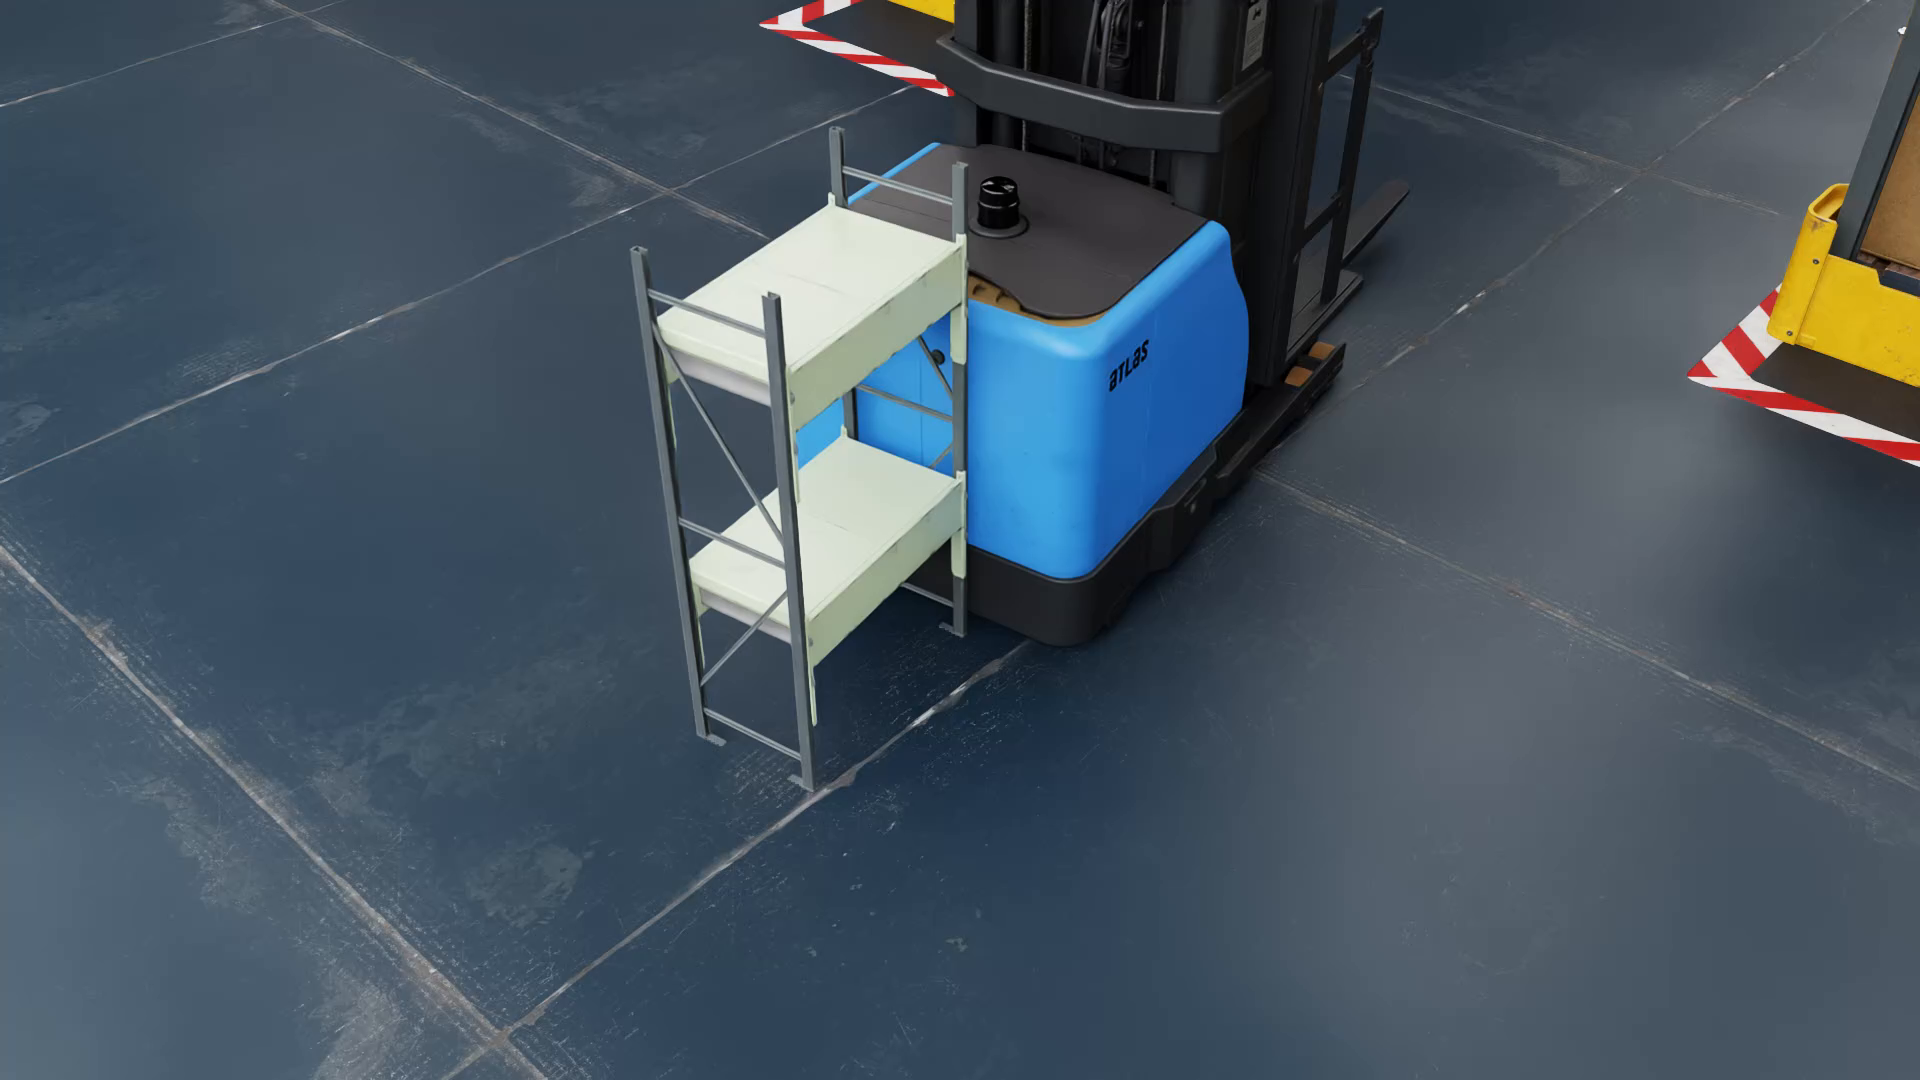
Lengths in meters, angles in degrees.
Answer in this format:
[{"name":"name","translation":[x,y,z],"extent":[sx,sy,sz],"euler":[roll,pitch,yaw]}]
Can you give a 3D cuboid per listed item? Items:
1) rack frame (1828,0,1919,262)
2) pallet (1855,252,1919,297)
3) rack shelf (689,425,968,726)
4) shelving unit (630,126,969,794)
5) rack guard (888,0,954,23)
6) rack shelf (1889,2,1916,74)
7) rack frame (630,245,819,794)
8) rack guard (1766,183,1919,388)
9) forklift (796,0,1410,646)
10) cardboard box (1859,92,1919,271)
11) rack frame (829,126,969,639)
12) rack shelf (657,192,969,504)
[{"name":"rack frame","translation":[3.560,-1.793,5.094],"extent":[1.000,3.000,0.127],"euler":[30,47,32]},{"name":"pallet","translation":[4.042,-1.101,6.465],"extent":[1.003,0.211,1.213],"euler":[30,47,32]},{"name":"rack shelf","translation":[-0.351,0.076,4.473],"extent":[0.431,0.370,0.720],"euler":[22,43,25]},{"name":"shelving unit","translation":[-0.351,-0.179,4.270],"extent":[0.431,1.500,0.755],"euler":[22,43,25]},{"name":"rack guard","translation":[0.019,-2.978,8.594],"extent":[1.175,0.500,0.348],"euler":[30,47,32]},{"name":"rack shelf","translation":[4.910,-2.430,6.474],"extent":[1.077,0.370,4.000],"euler":[30,47,32]},{"name":"rack frame","translation":[-0.550,0.012,4.029],"extent":[0.400,1.500,0.023],"euler":[22,43,25]},{"name":"rack guard","translation":[3.544,-0.803,5.858],"extent":[1.175,0.500,0.348],"euler":[30,47,32]},{"name":"forklift","translation":[0.711,-1.729,5.070],"extent":[1.130,2.935,3.031],"euler":[22,43,25]},{"name":"cardboard box","translation":[3.969,-1.465,6.052],"extent":[0.875,0.875,0.875],"euler":[30,47,32]},{"name":"rack frame","translation":[-0.152,-0.370,4.511],"extent":[0.400,1.500,0.023],"euler":[22,43,25]},{"name":"rack shelf","translation":[-0.351,-0.484,4.027],"extent":[0.431,0.370,0.720],"euler":[22,43,25]}]
